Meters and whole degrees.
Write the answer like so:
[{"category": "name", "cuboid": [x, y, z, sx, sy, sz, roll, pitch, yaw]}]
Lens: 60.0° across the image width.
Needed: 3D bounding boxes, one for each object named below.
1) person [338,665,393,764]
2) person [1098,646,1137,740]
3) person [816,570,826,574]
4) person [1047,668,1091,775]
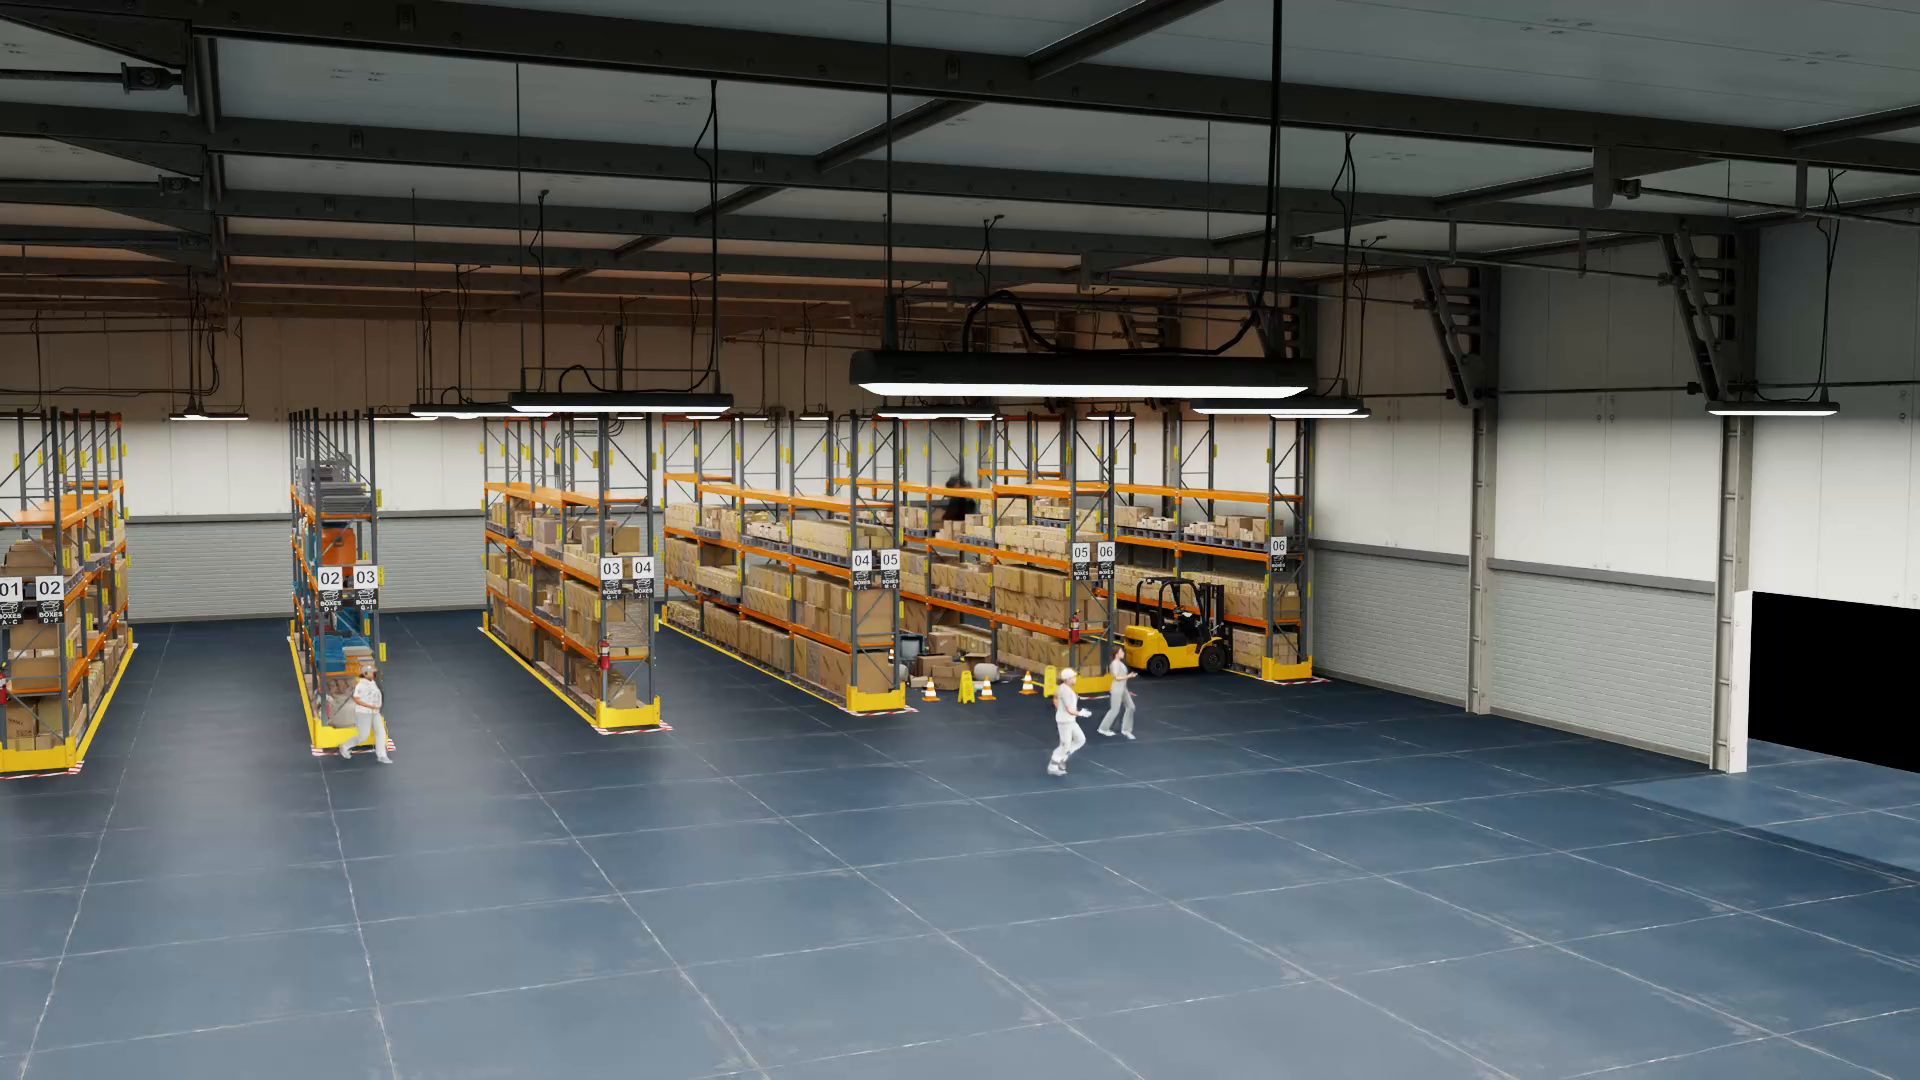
[{"category": "person", "cuboid": [-9.986, 2.939, 28.038, 0.937, 1.657, 0.640, 1, 4, 9]}, {"category": "person", "cuboid": [2.866, 2.774, 30.129, 0.710, 1.723, 0.547, 1, 4, 20]}, {"category": "person", "cuboid": [-4.267, 1.345, 51.186, 0.686, 1.595, 0.719, 0, 4, 3]}, {"category": "person", "cuboid": [1.777, 2.944, 27.001, 0.710, 1.737, 0.654, 0, 4, 6]}]
